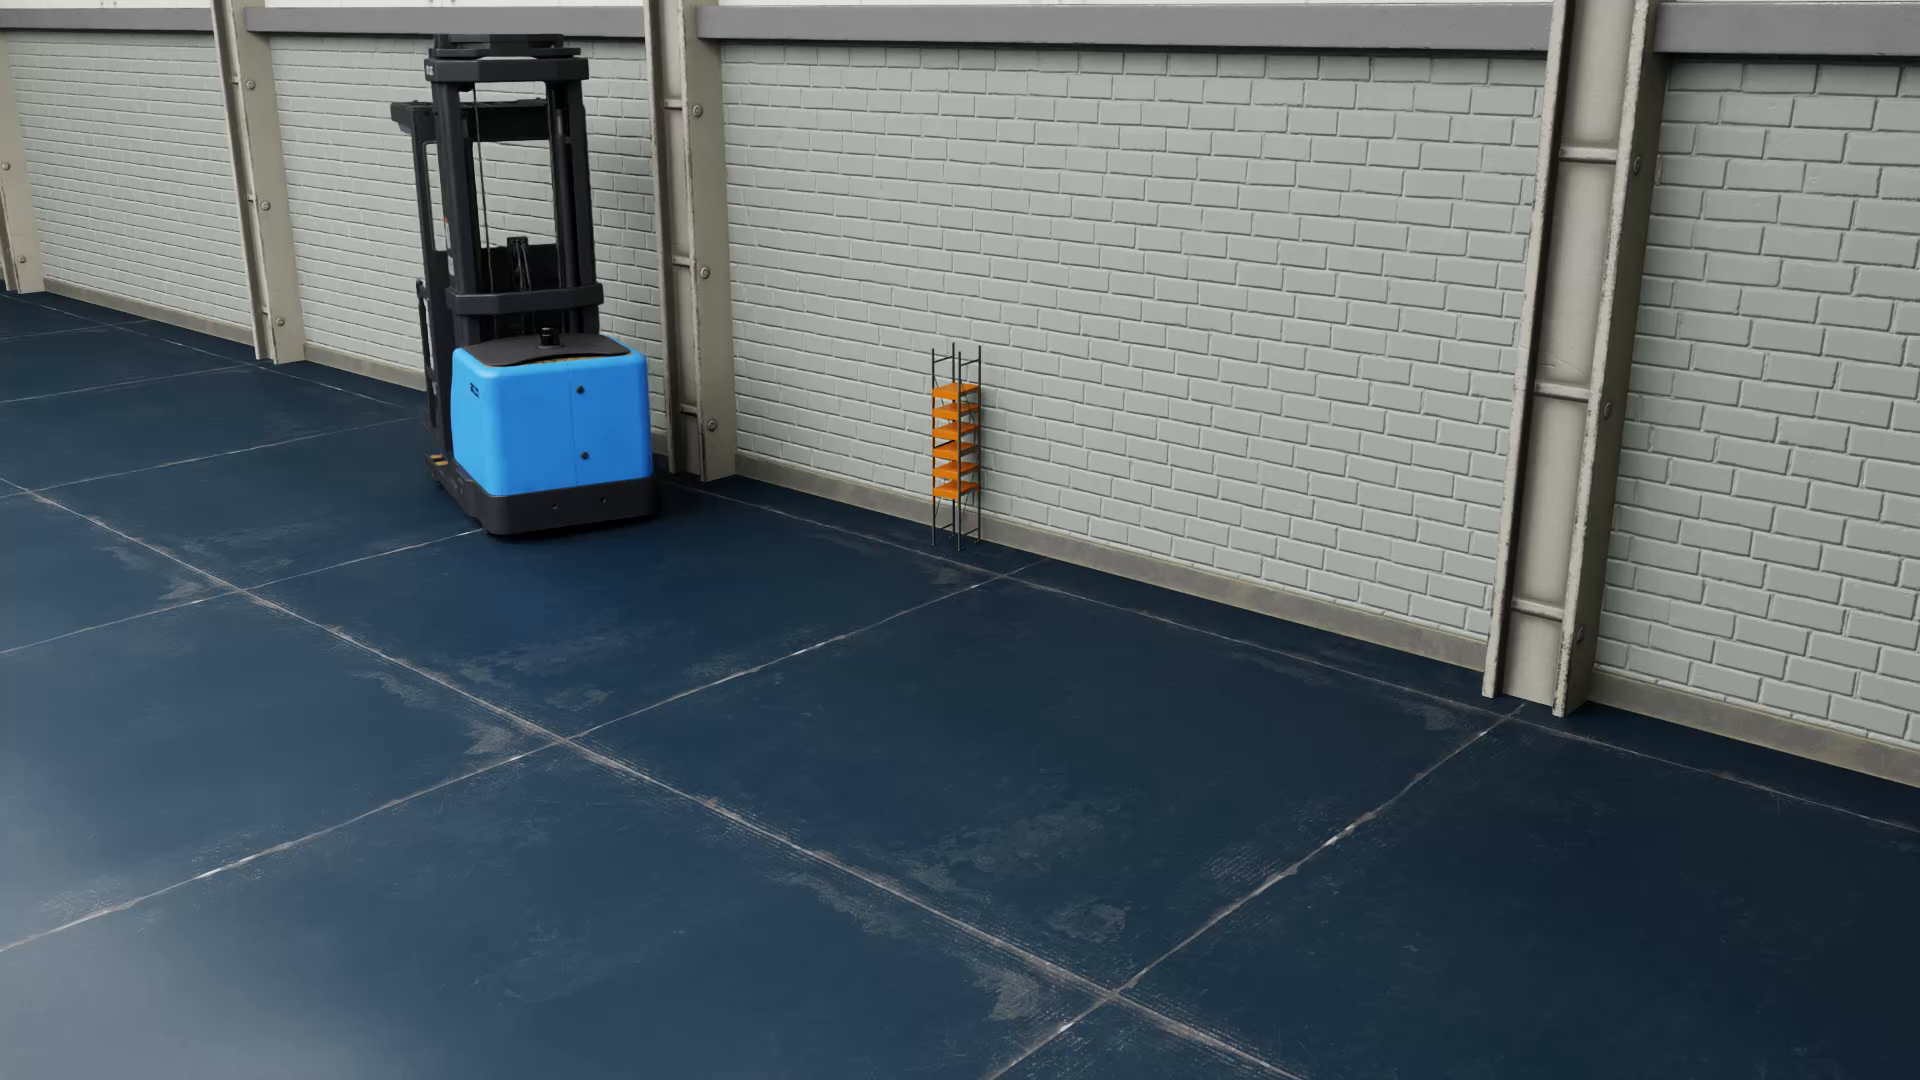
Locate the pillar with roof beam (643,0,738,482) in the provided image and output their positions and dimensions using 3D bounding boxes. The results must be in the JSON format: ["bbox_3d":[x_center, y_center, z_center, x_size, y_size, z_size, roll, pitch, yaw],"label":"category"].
[{"bbox_3d":[-4.644,-3.786,7.166,0.400,9.000,9.100,15,23,39],"label":"pillar with roof beam"}]

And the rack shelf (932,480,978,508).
[{"bbox_3d":[-0.020,-0.281,9.952,0.180,0.103,0.258,11,20,31],"label":"rack shelf"}]

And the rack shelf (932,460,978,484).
[{"bbox_3d":[-0.020,-0.395,9.916,0.180,0.103,0.258,11,20,31],"label":"rack shelf"}]

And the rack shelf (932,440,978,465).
[{"bbox_3d":[-0.020,-0.510,9.880,0.180,0.103,0.258,11,20,31],"label":"rack shelf"}]

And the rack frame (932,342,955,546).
[{"bbox_3d":[-0.097,-0.567,9.914,0.006,1.200,0.240,11,20,31],"label":"rack frame"}]

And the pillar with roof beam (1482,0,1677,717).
[{"bbox_3d":[-0.157,-2.582,3.370,0.400,9.000,9.100,15,23,39],"label":"pillar with roof beam"}]

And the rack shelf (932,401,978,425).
[{"bbox_3d":[-0.020,-0.739,9.808,0.180,0.103,0.258,11,20,31],"label":"rack shelf"}]

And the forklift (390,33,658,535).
[{"bbox_3d":[-3.033,-1.826,11.021,1.130,2.935,3.031,-9,20,-27],"label":"forklift"}]

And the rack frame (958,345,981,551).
[{"bbox_3d":[0.057,-0.538,9.820,0.006,1.200,0.240,11,20,31],"label":"rack frame"}]

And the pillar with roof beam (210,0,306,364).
[{"bbox_3d":[-9.132,-4.991,10.962,0.400,9.000,9.100,15,23,39],"label":"pillar with roof beam"}]

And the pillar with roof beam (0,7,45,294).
[{"bbox_3d":[-13.620,-6.196,14.758,0.400,9.000,9.100,15,23,39],"label":"pillar with roof beam"}]

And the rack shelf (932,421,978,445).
[{"bbox_3d":[-0.020,-0.624,9.844,0.180,0.103,0.258,11,20,31],"label":"rack shelf"}]

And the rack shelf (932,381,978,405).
[{"bbox_3d":[-0.020,-0.853,9.772,0.180,0.103,0.258,11,20,31],"label":"rack shelf"}]

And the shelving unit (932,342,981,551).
[{"bbox_3d":[-0.020,-0.552,9.867,0.189,1.200,0.258,11,20,31],"label":"shelving unit"}]
